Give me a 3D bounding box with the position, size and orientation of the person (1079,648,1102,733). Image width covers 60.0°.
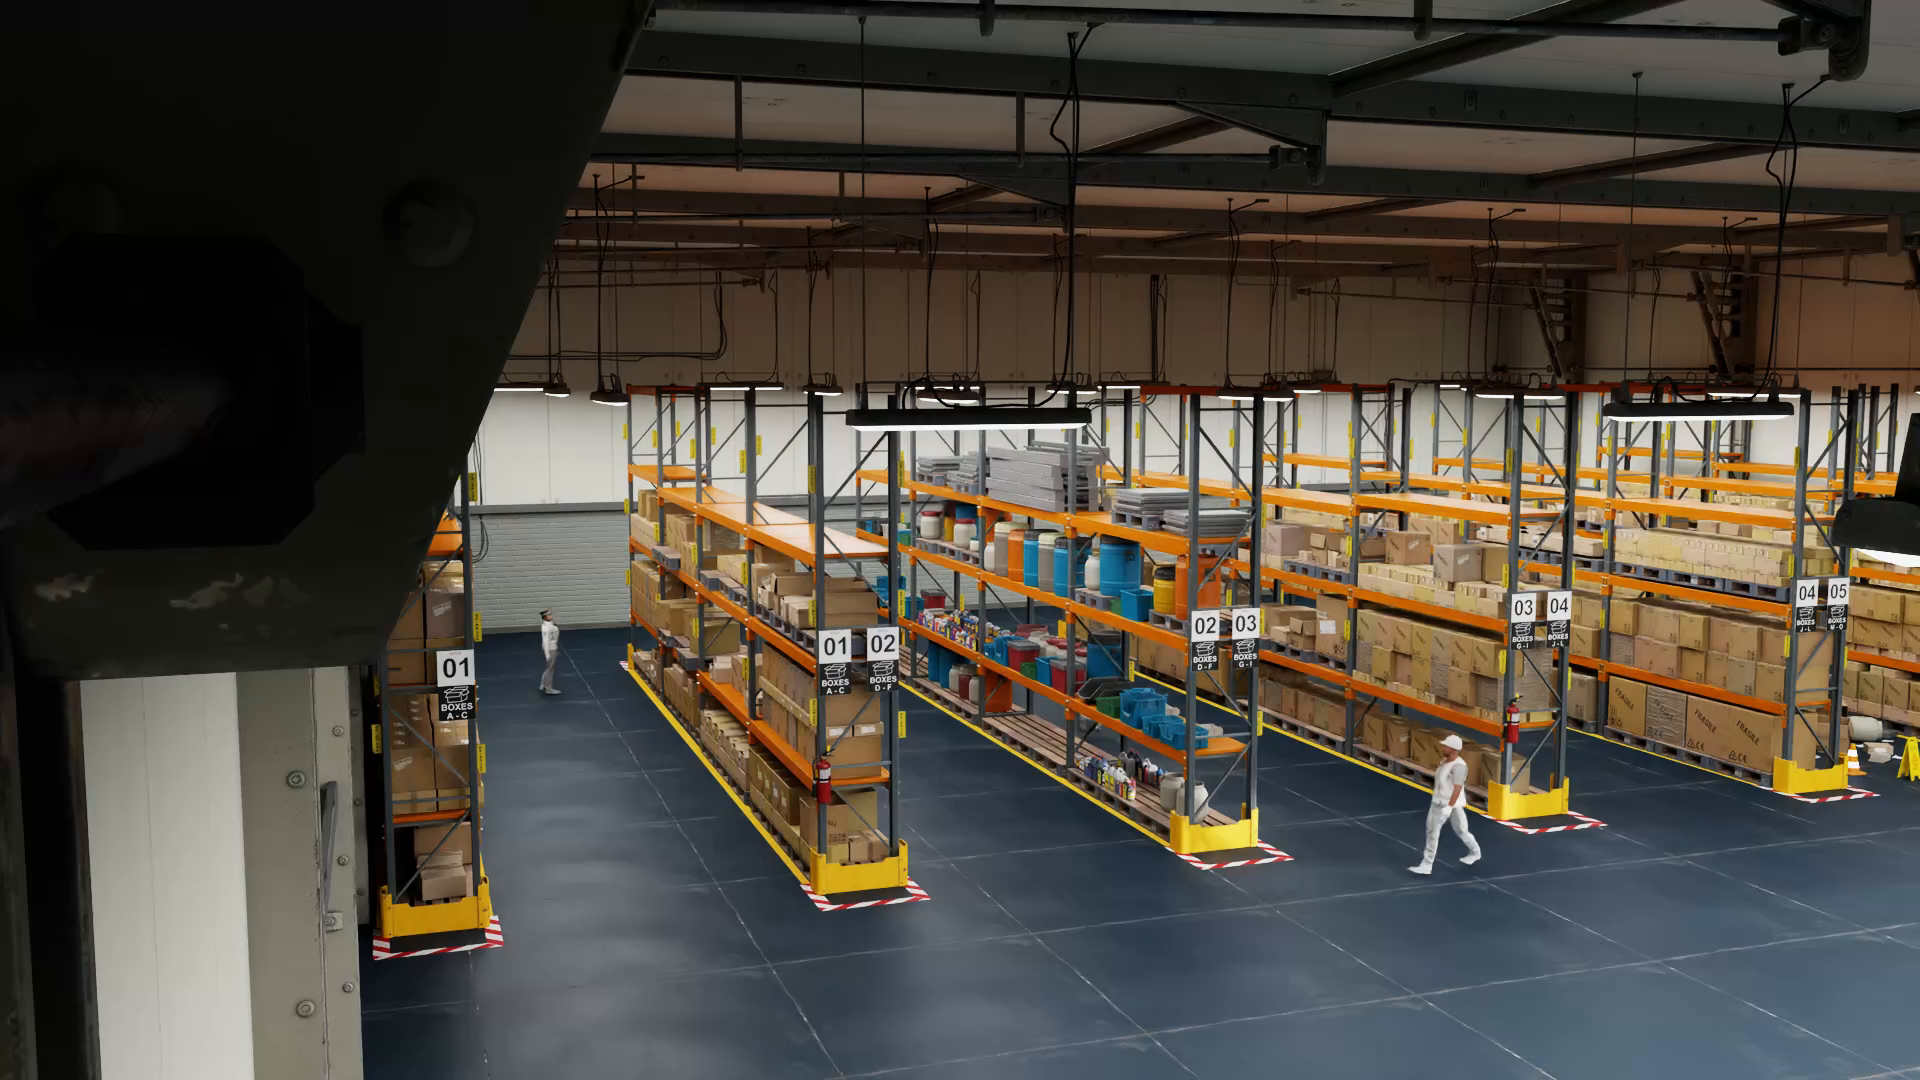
[{"bbox_3d":[2.297,2.476,28.769,0.568,1.770,0.736,3,7,28],"label":"person"}]

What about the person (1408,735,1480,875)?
[{"bbox_3d":[6.139,3.314,20.849,1.052,1.751,0.504,-5,8,-41],"label":"person"}]

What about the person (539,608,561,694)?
[{"bbox_3d":[-7.966,2.155,32.306,0.439,1.712,0.507,-2,6,-20],"label":"person"}]
